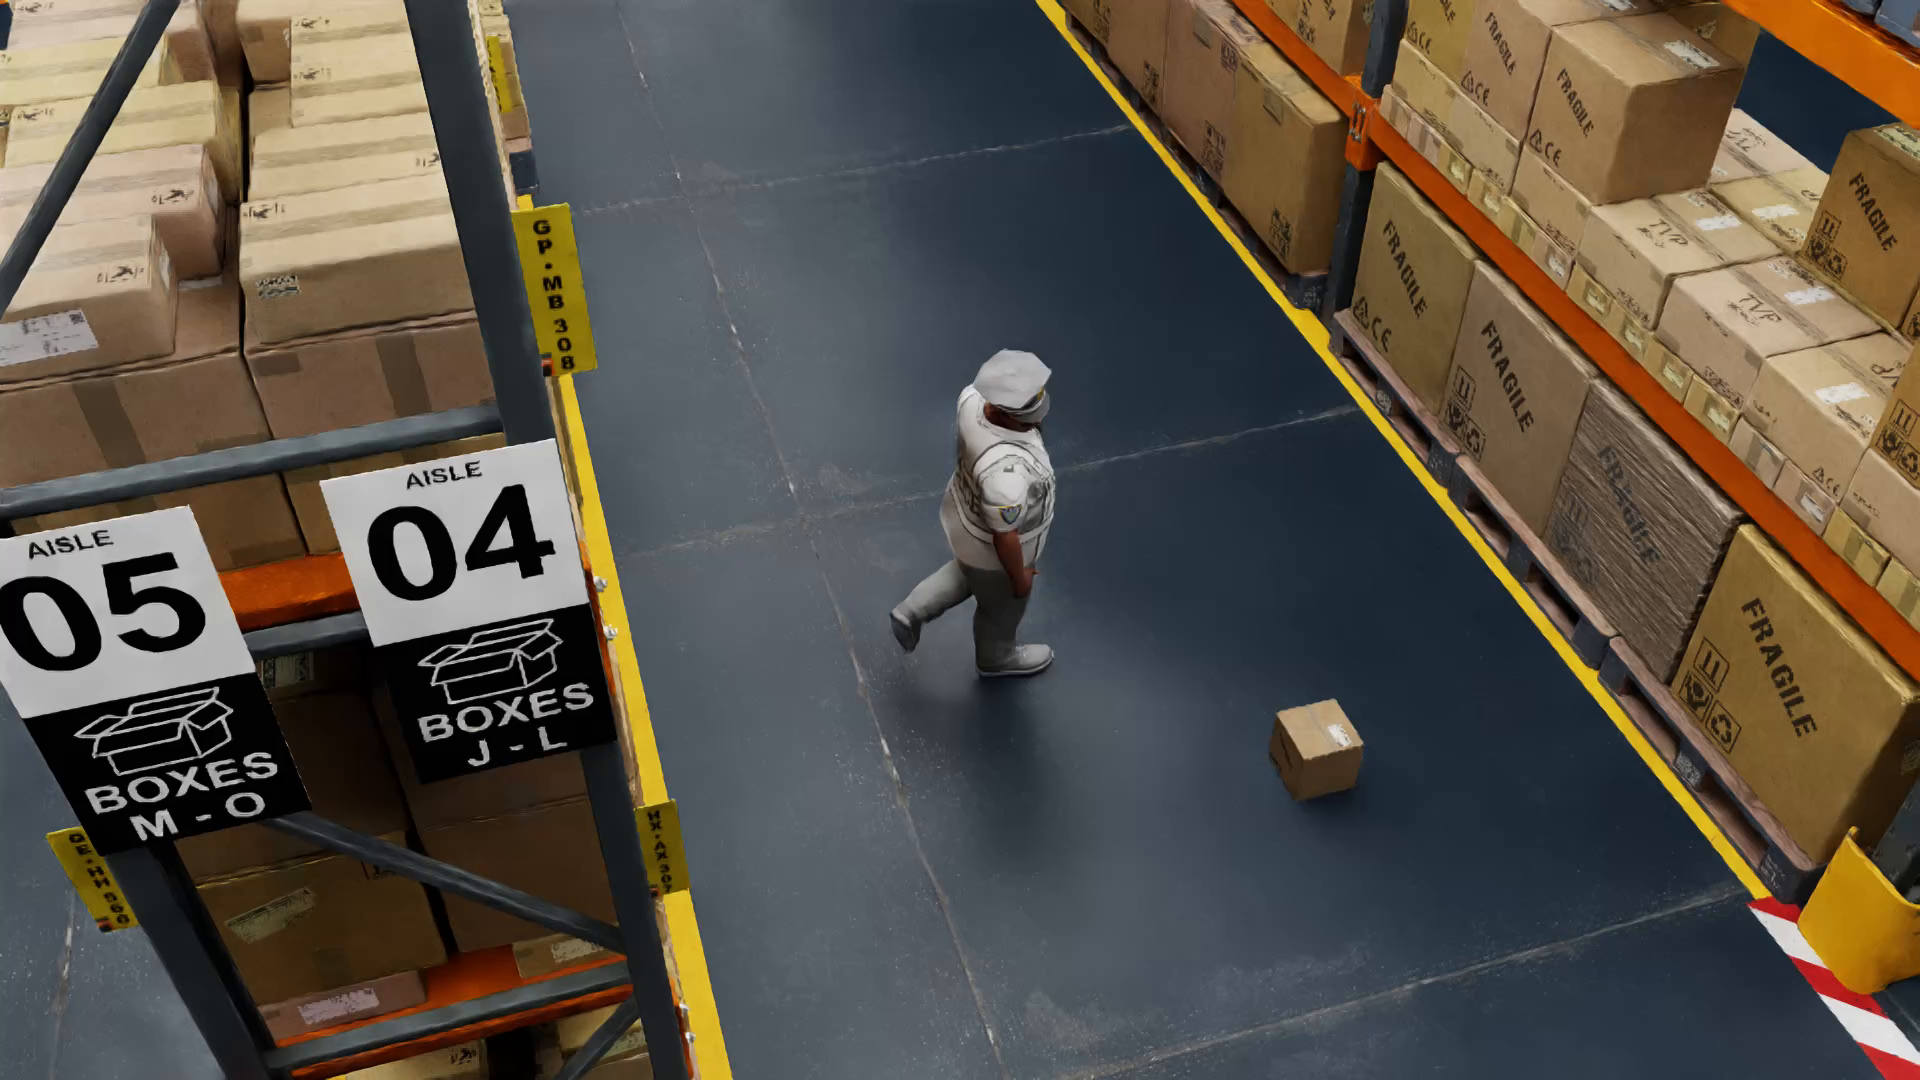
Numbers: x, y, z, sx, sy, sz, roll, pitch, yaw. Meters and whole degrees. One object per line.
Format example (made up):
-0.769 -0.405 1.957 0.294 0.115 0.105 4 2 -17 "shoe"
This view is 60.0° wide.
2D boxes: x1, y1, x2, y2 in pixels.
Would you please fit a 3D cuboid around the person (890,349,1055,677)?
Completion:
0.091 -0.025 6.191 0.667 1.717 0.630 -11 43 -11 "person"
